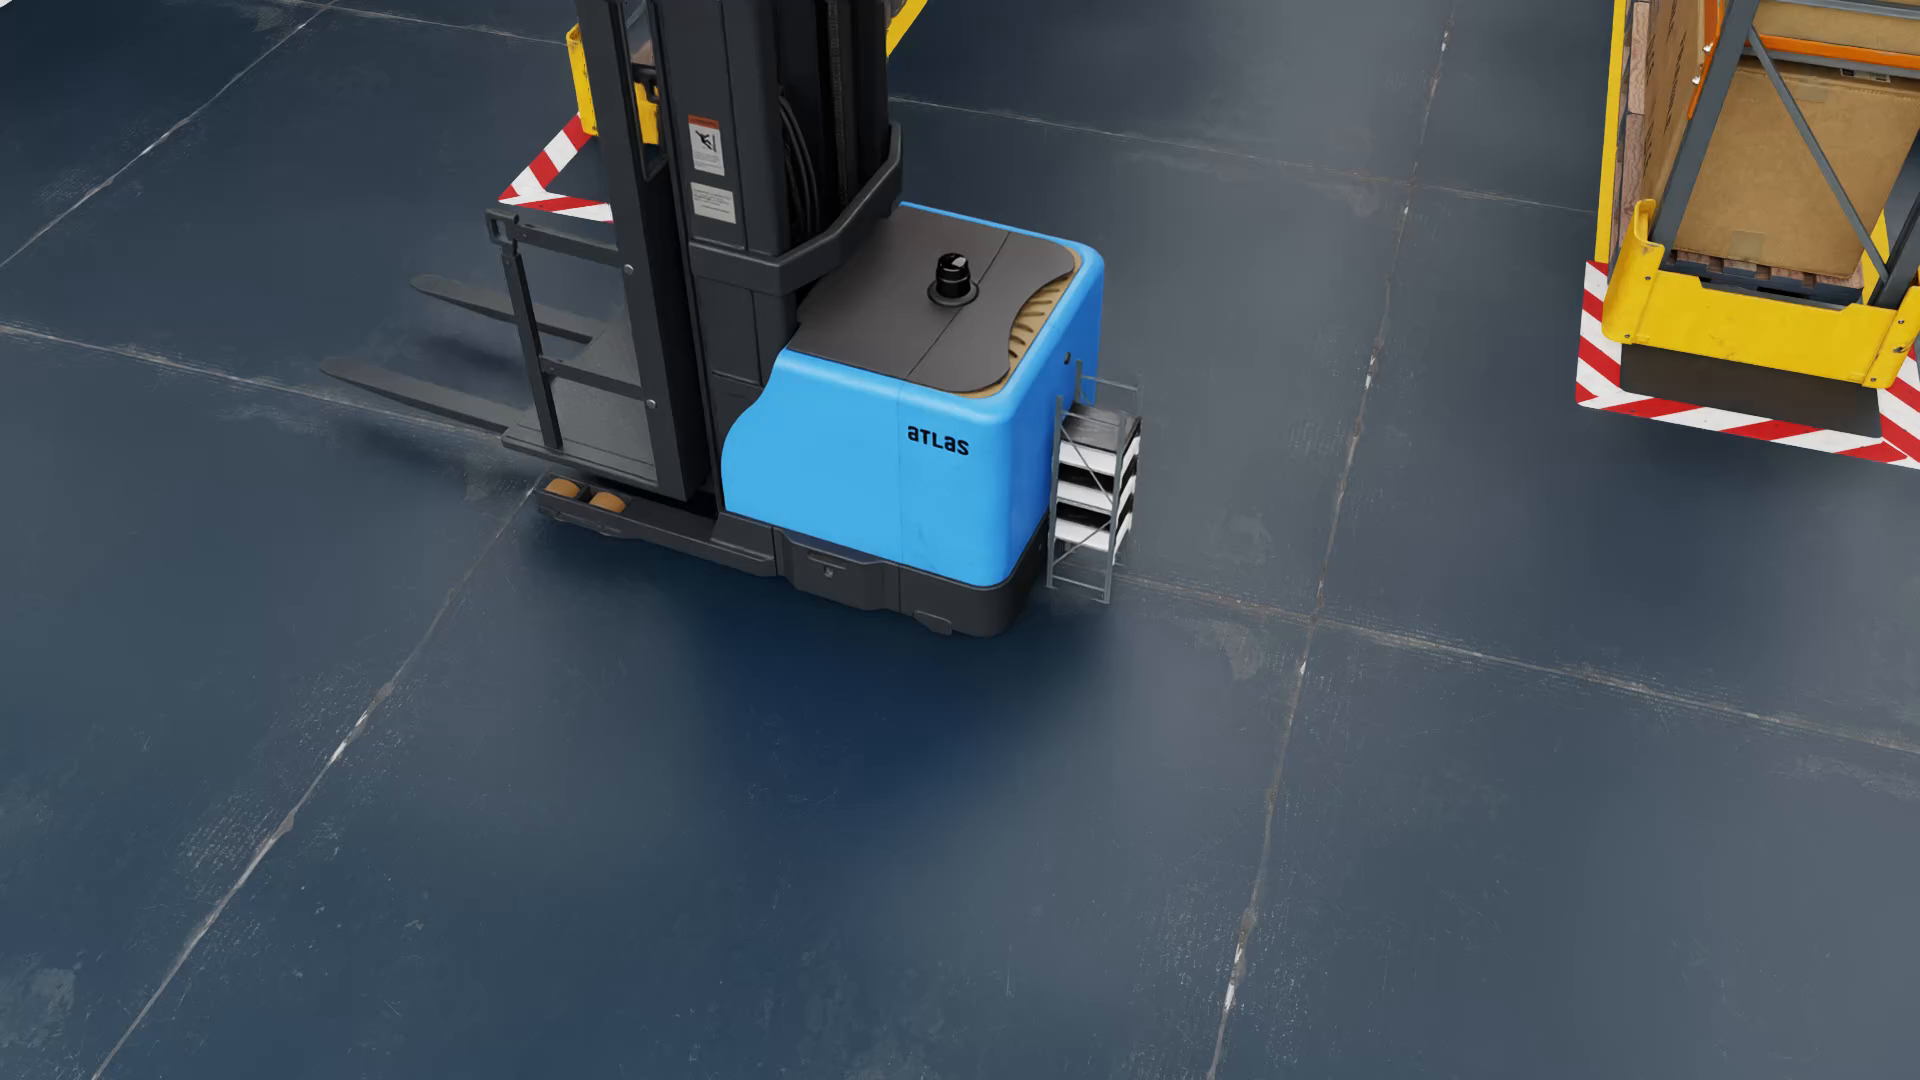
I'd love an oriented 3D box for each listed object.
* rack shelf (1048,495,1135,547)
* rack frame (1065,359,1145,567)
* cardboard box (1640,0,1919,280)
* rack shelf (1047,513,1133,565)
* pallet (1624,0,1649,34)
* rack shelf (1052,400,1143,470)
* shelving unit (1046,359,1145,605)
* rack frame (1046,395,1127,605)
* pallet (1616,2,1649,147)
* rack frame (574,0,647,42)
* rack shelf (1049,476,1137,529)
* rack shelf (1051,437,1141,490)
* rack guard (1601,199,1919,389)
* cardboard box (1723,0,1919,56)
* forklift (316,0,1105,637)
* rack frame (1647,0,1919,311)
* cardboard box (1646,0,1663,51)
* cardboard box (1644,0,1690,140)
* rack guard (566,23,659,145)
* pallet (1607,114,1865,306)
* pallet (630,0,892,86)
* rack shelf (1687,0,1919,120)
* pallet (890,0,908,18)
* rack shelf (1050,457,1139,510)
[{"bbox_3d":[0.465,-0.099,5.884,0.258,0.077,0.200,16,46,15],"label":"rack shelf"},{"bbox_3d":[0.503,-0.253,5.865,0.240,0.900,0.006,16,46,15],"label":"rack frame"},{"bbox_3d":[3.508,-1.797,7.161,0.875,0.875,0.875,13,46,13],"label":"cardboard box"},{"bbox_3d":[0.465,-0.035,5.947,0.258,0.077,0.200,16,46,15],"label":"rack shelf"},{"bbox_3d":[4.272,-3.120,9.287,1.003,0.211,1.213,13,46,13],"label":"pallet"},{"bbox_3d":[0.465,-0.356,5.632,0.258,0.077,0.200,16,46,15],"label":"rack shelf"},{"bbox_3d":[0.465,-0.187,5.798,0.258,0.900,0.210,16,46,15],"label":"shelving unit"},{"bbox_3d":[0.428,-0.121,5.730,0.240,0.900,0.006,16,46,15],"label":"rack frame"},{"bbox_3d":[3.905,-2.304,8.453,1.003,0.211,1.213,13,46,13],"label":"pallet"},{"bbox_3d":[-1.331,-3.058,7.231,1.000,3.000,0.127,13,46,13],"label":"rack frame"},{"bbox_3d":[0.465,-0.163,5.821,0.258,0.077,0.200,16,46,15],"label":"rack shelf"},{"bbox_3d":[0.465,-0.292,5.695,0.258,0.077,0.200,16,46,15],"label":"rack shelf"},{"bbox_3d":[3.359,-1.031,6.946,1.175,0.500,0.348,13,46,13],"label":"rack guard"},{"bbox_3d":[3.435,-2.251,6.298,0.875,0.550,0.550,13,46,13],"label":"cardboard box"},{"bbox_3d":[-1.050,-1.385,5.570,3.031,2.935,1.130,17,47,16],"label":"forklift"},{"bbox_3d":[3.366,-1.940,6.088,1.000,3.000,0.127,13,46,13],"label":"rack frame"},{"bbox_3d":[4.051,-2.991,8.381,0.875,0.875,0.875,13,46,13],"label":"cardboard box"},{"bbox_3d":[3.773,-2.384,7.760,0.875,0.875,0.875,12,46,12],"label":"cardboard box"},{"bbox_3d":[-1.308,-2.215,8.157,1.175,0.500,0.348,13,46,13],"label":"rack guard"},{"bbox_3d":[3.533,-1.493,7.625,1.003,0.211,1.213,13,46,13],"label":"pallet"},{"bbox_3d":[-1.028,-2.646,8.803,1.003,0.211,1.213,13,46,13],"label":"pallet"},{"bbox_3d":[3.971,-3.016,7.702,1.077,0.370,4.000,13,46,13],"label":"rack shelf"},{"bbox_3d":[-0.657,-3.457,9.632,1.003,0.211,1.213,13,46,13],"label":"pallet"},{"bbox_3d":[0.465,-0.228,5.758,0.258,0.077,0.200,16,46,15],"label":"rack shelf"}]
